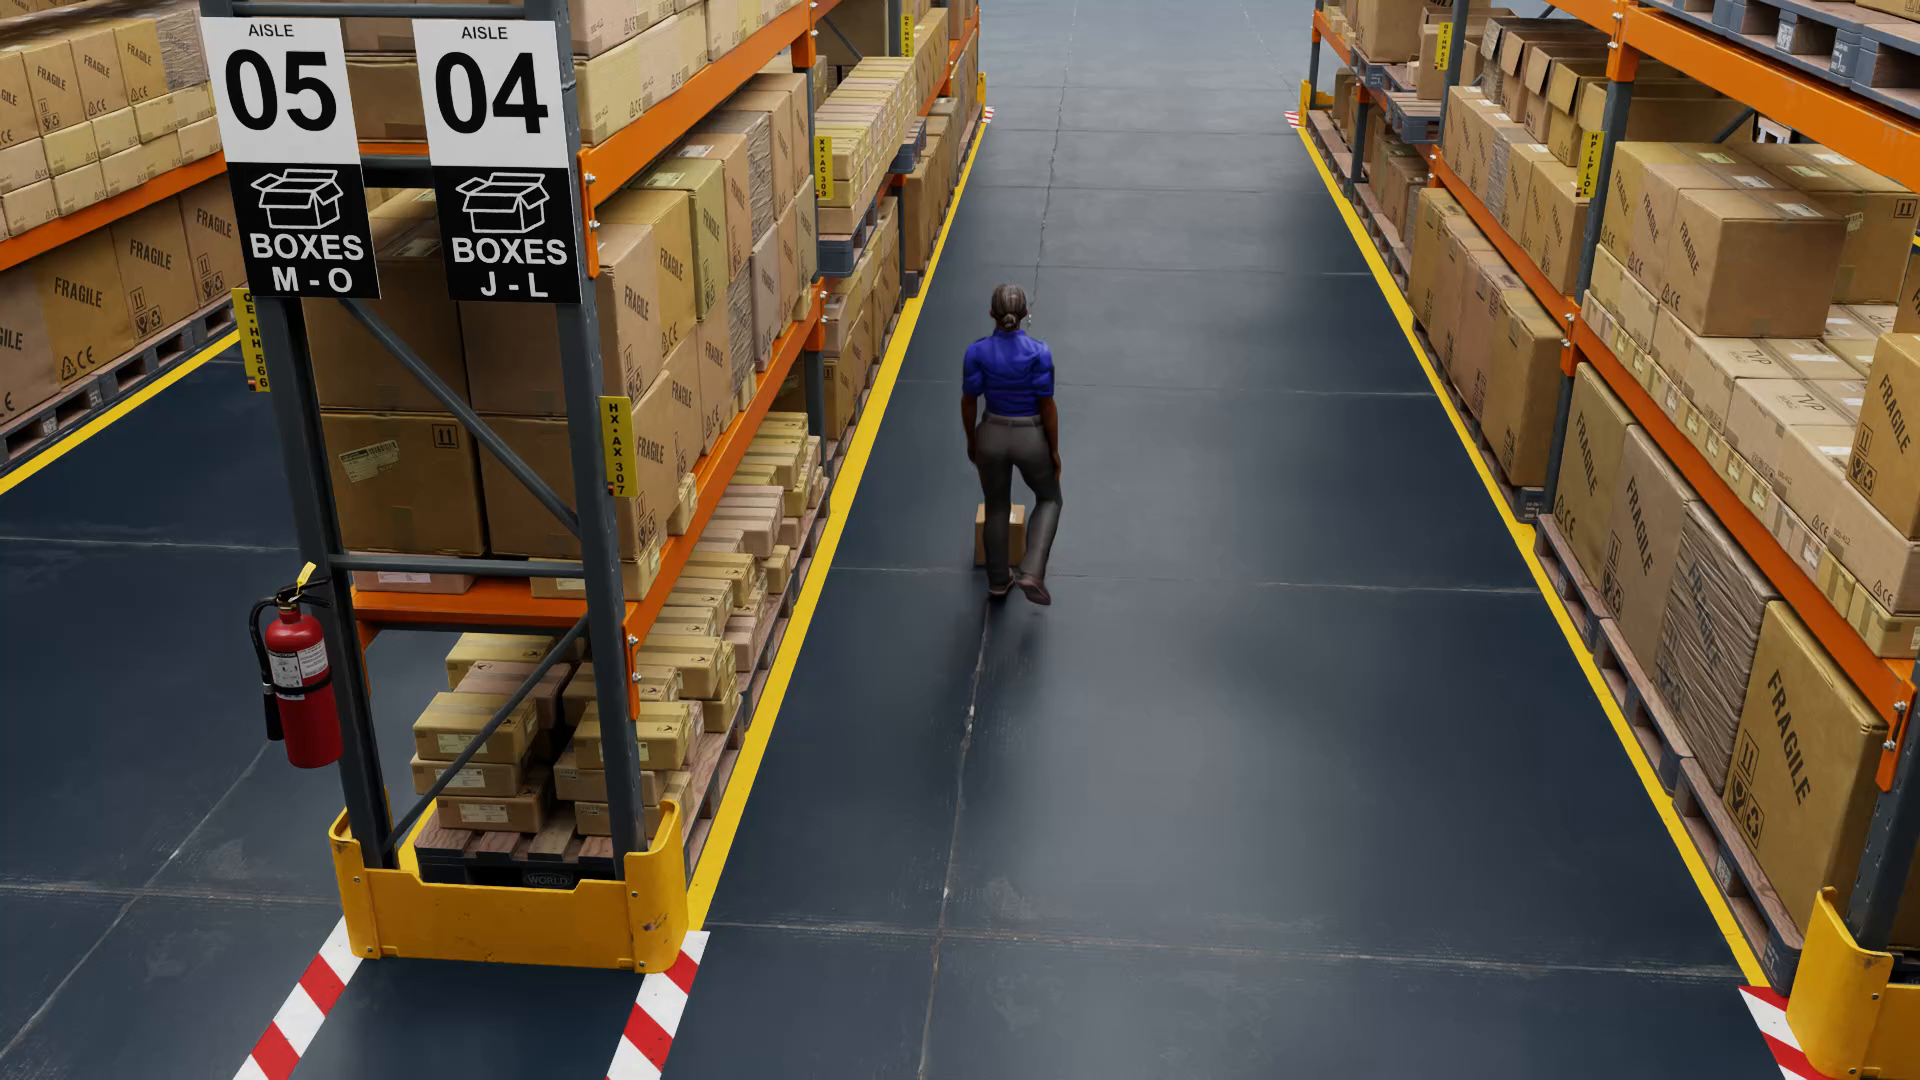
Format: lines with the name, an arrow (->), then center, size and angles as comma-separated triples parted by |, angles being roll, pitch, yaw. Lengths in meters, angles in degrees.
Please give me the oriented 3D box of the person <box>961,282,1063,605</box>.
person -> 0.264, -0.463, 8.061 | 0.479, 1.658, 0.508 | 5, 25, 11
